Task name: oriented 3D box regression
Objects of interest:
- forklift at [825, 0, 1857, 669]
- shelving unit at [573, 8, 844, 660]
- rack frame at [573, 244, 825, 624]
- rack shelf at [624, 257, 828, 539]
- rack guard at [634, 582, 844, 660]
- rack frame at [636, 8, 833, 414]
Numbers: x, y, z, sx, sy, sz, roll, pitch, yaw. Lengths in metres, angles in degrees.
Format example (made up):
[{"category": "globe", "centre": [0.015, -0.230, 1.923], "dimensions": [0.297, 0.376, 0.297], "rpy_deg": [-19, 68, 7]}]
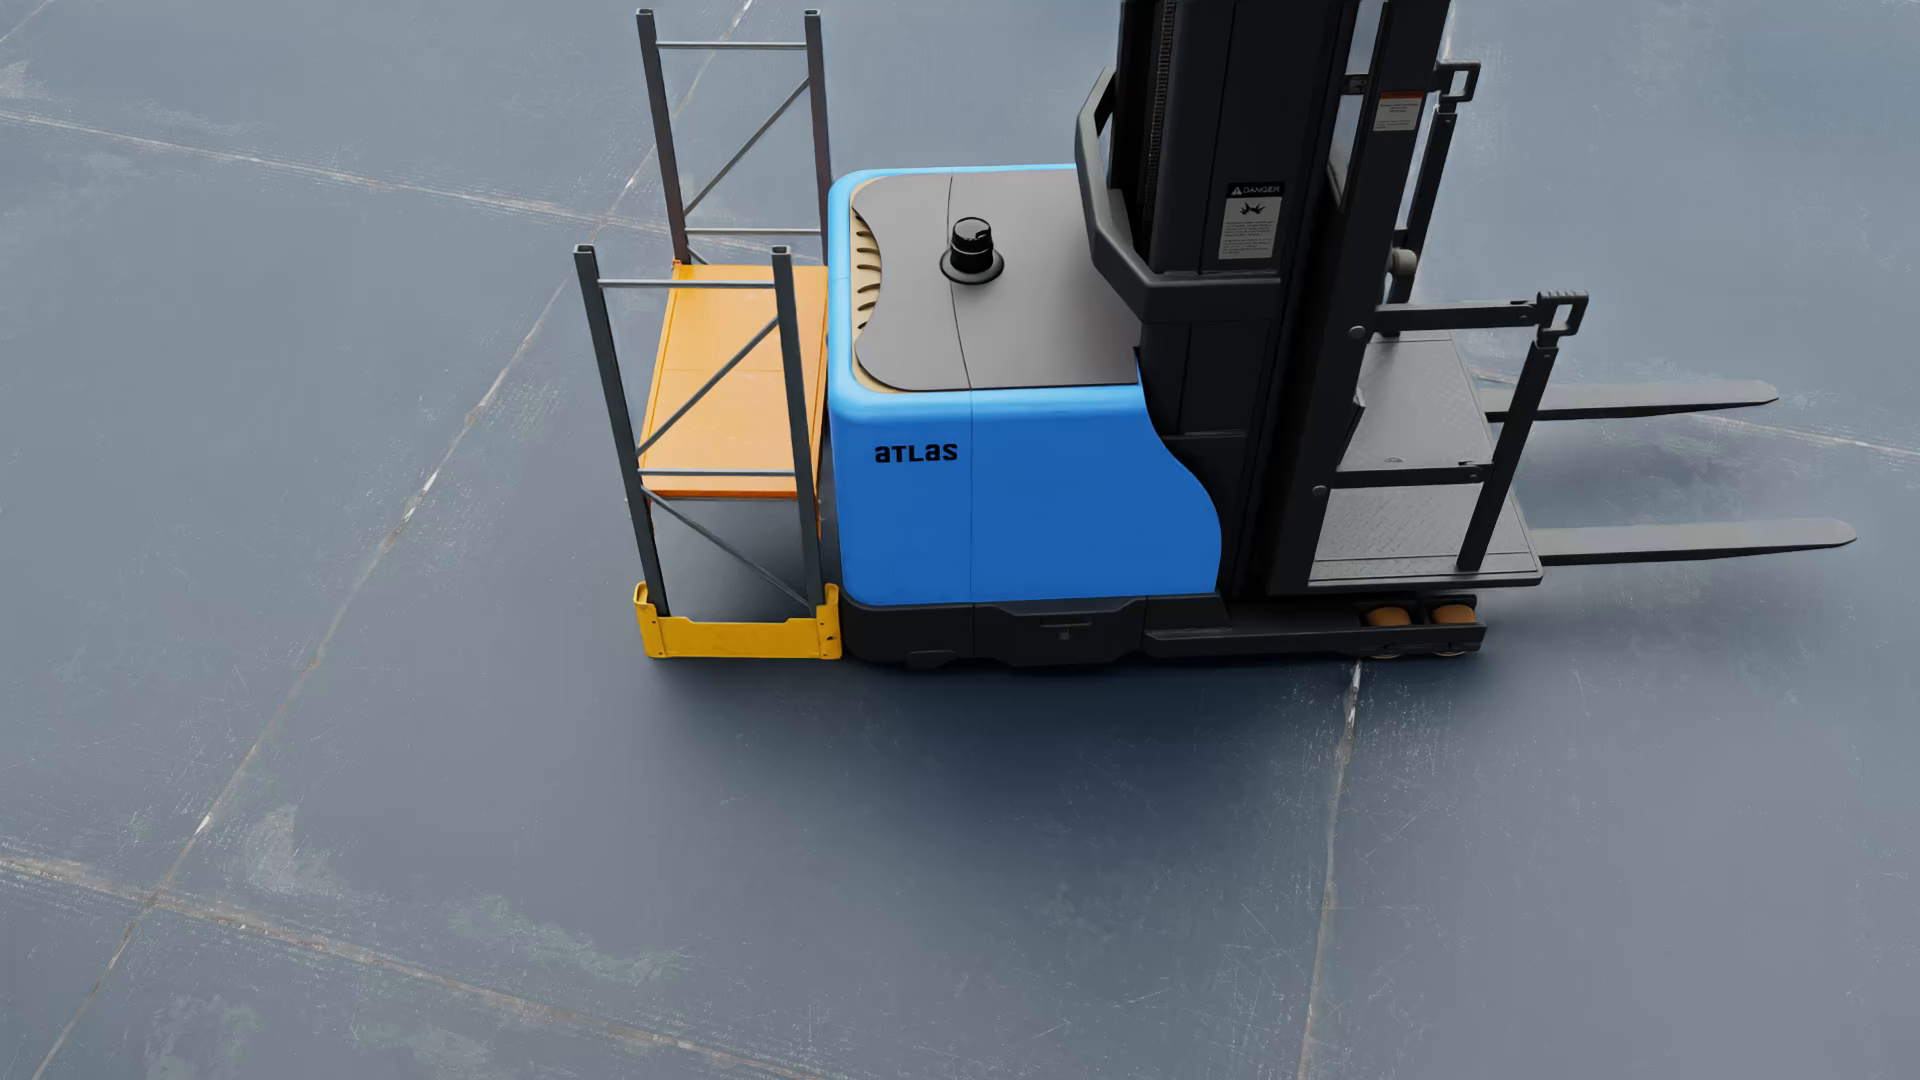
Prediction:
[{"category": "forklift", "centre": [1.146, -1.015, 4.191], "dimensions": [3.031, 2.935, 1.130], "rpy_deg": [-2, 49, -2]}, {"category": "shelving unit", "centre": [-0.636, -0.550, 4.735], "dimensions": [0.587, 1.500, 1.083], "rpy_deg": [1, 49, 0]}, {"category": "rack frame", "centre": [-0.642, -0.175, 4.405], "dimensions": [0.500, 1.500, 0.032], "rpy_deg": [1, 49, 0]}, {"category": "rack shelf", "centre": [-0.636, -0.438, 4.876], "dimensions": [0.538, 0.185, 1.000], "rpy_deg": [1, 49, 0]}, {"category": "rack guard", "centre": [-0.642, 0.237, 4.874], "dimensions": [0.587, 0.250, 0.087], "rpy_deg": [1, 49, 0]}, {"category": "rack frame", "centre": [-0.630, -0.938, 5.077], "dimensions": [0.500, 1.500, 0.032], "rpy_deg": [1, 49, 0]}]
